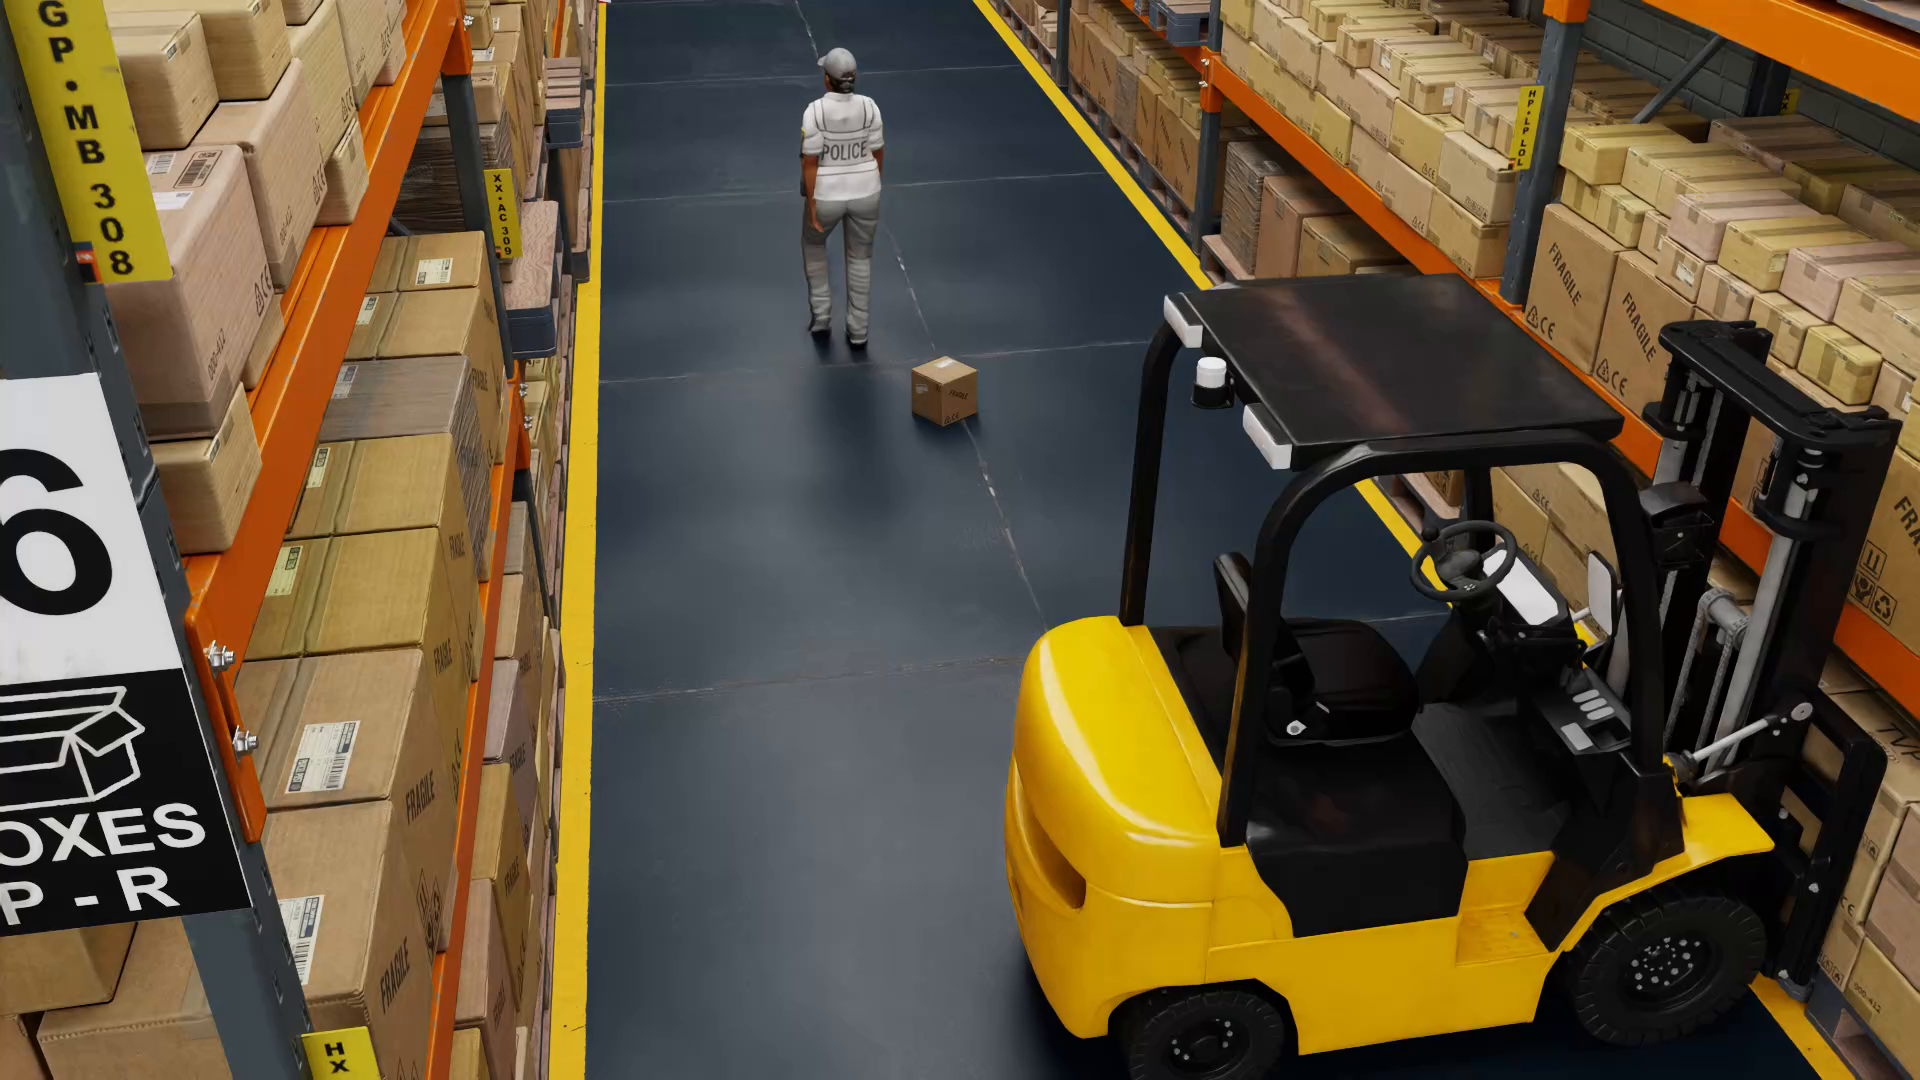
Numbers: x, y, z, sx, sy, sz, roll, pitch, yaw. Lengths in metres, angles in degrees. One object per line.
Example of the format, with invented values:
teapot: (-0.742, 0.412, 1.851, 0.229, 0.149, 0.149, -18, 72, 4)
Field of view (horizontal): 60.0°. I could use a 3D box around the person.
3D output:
person: (-0.659, -1.963, 9.302, 0.476, 1.582, 0.485, -7, 32, -11)
